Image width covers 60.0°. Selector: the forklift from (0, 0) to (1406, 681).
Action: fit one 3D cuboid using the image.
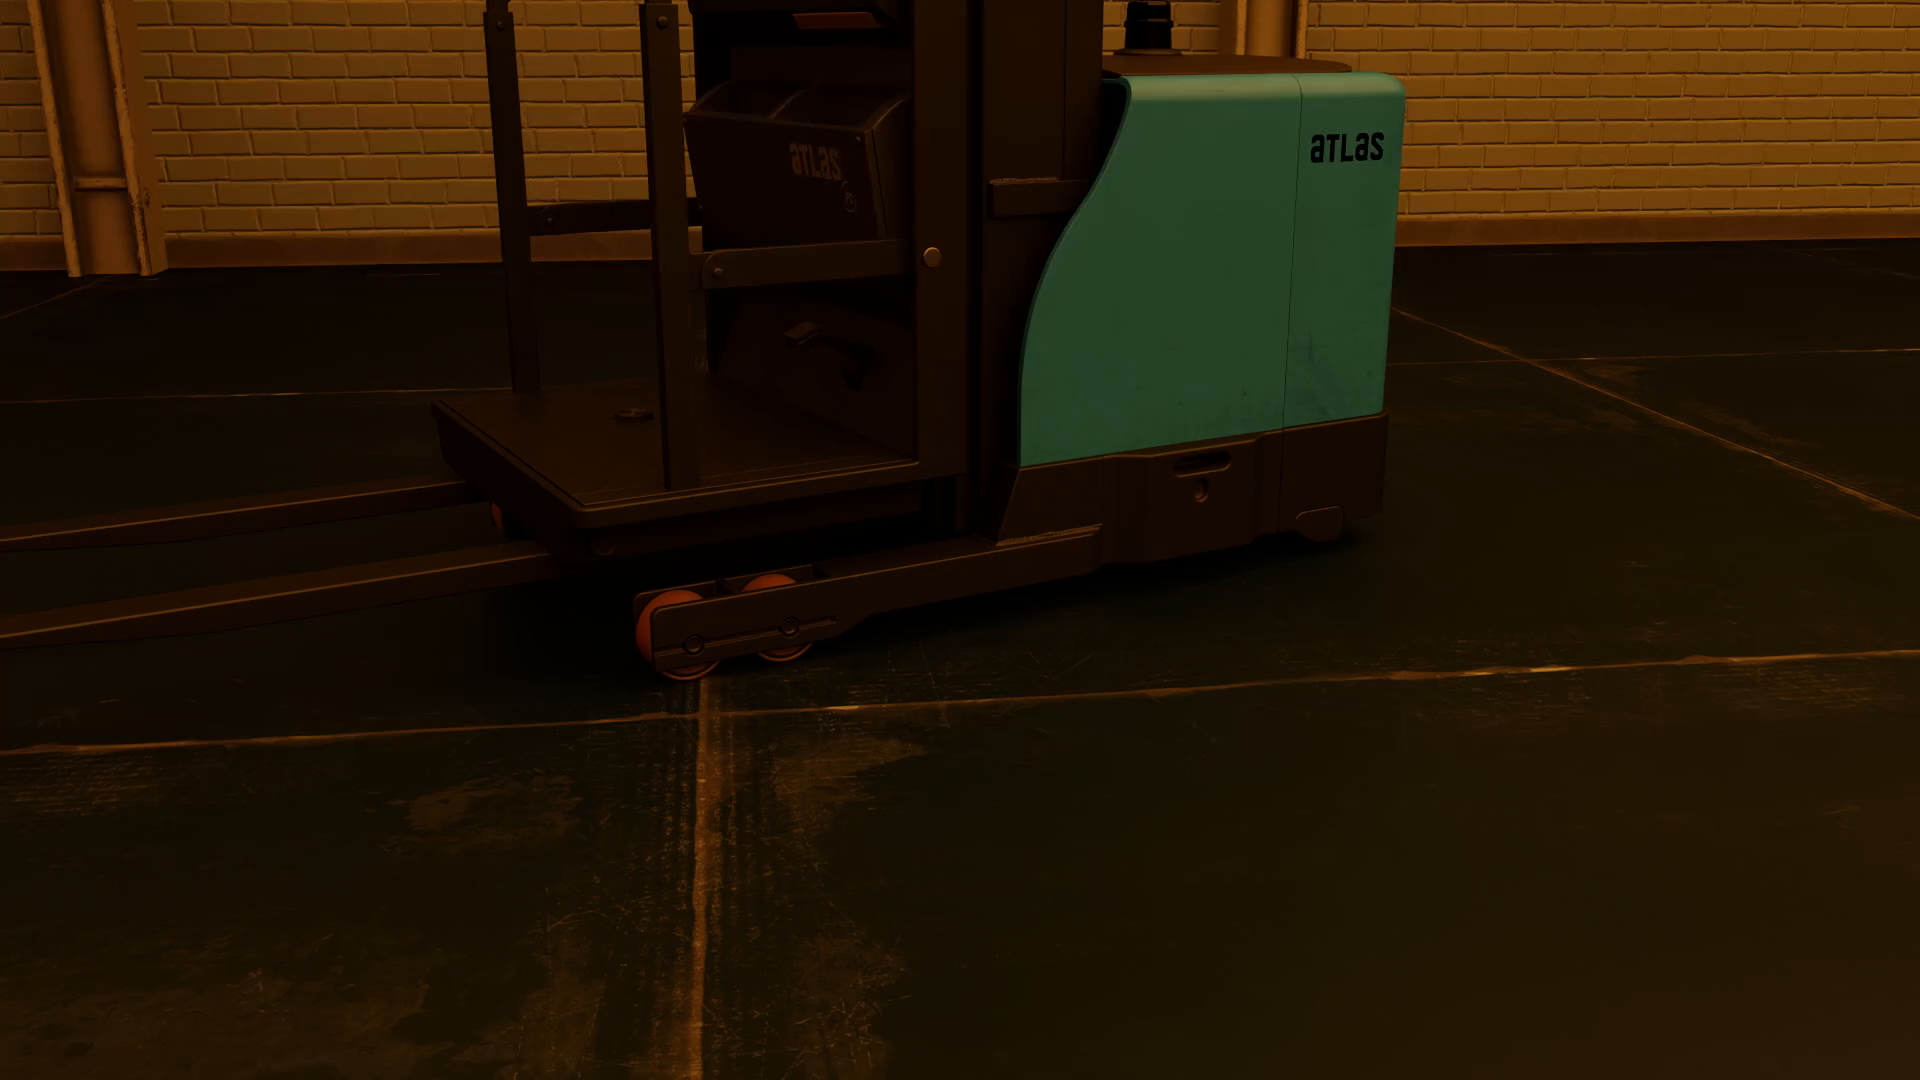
[{"bbox_3d":[-0.526,-1.315,3.251,3.031,2.935,1.130,-10,19,-29],"label":"forklift"}]
